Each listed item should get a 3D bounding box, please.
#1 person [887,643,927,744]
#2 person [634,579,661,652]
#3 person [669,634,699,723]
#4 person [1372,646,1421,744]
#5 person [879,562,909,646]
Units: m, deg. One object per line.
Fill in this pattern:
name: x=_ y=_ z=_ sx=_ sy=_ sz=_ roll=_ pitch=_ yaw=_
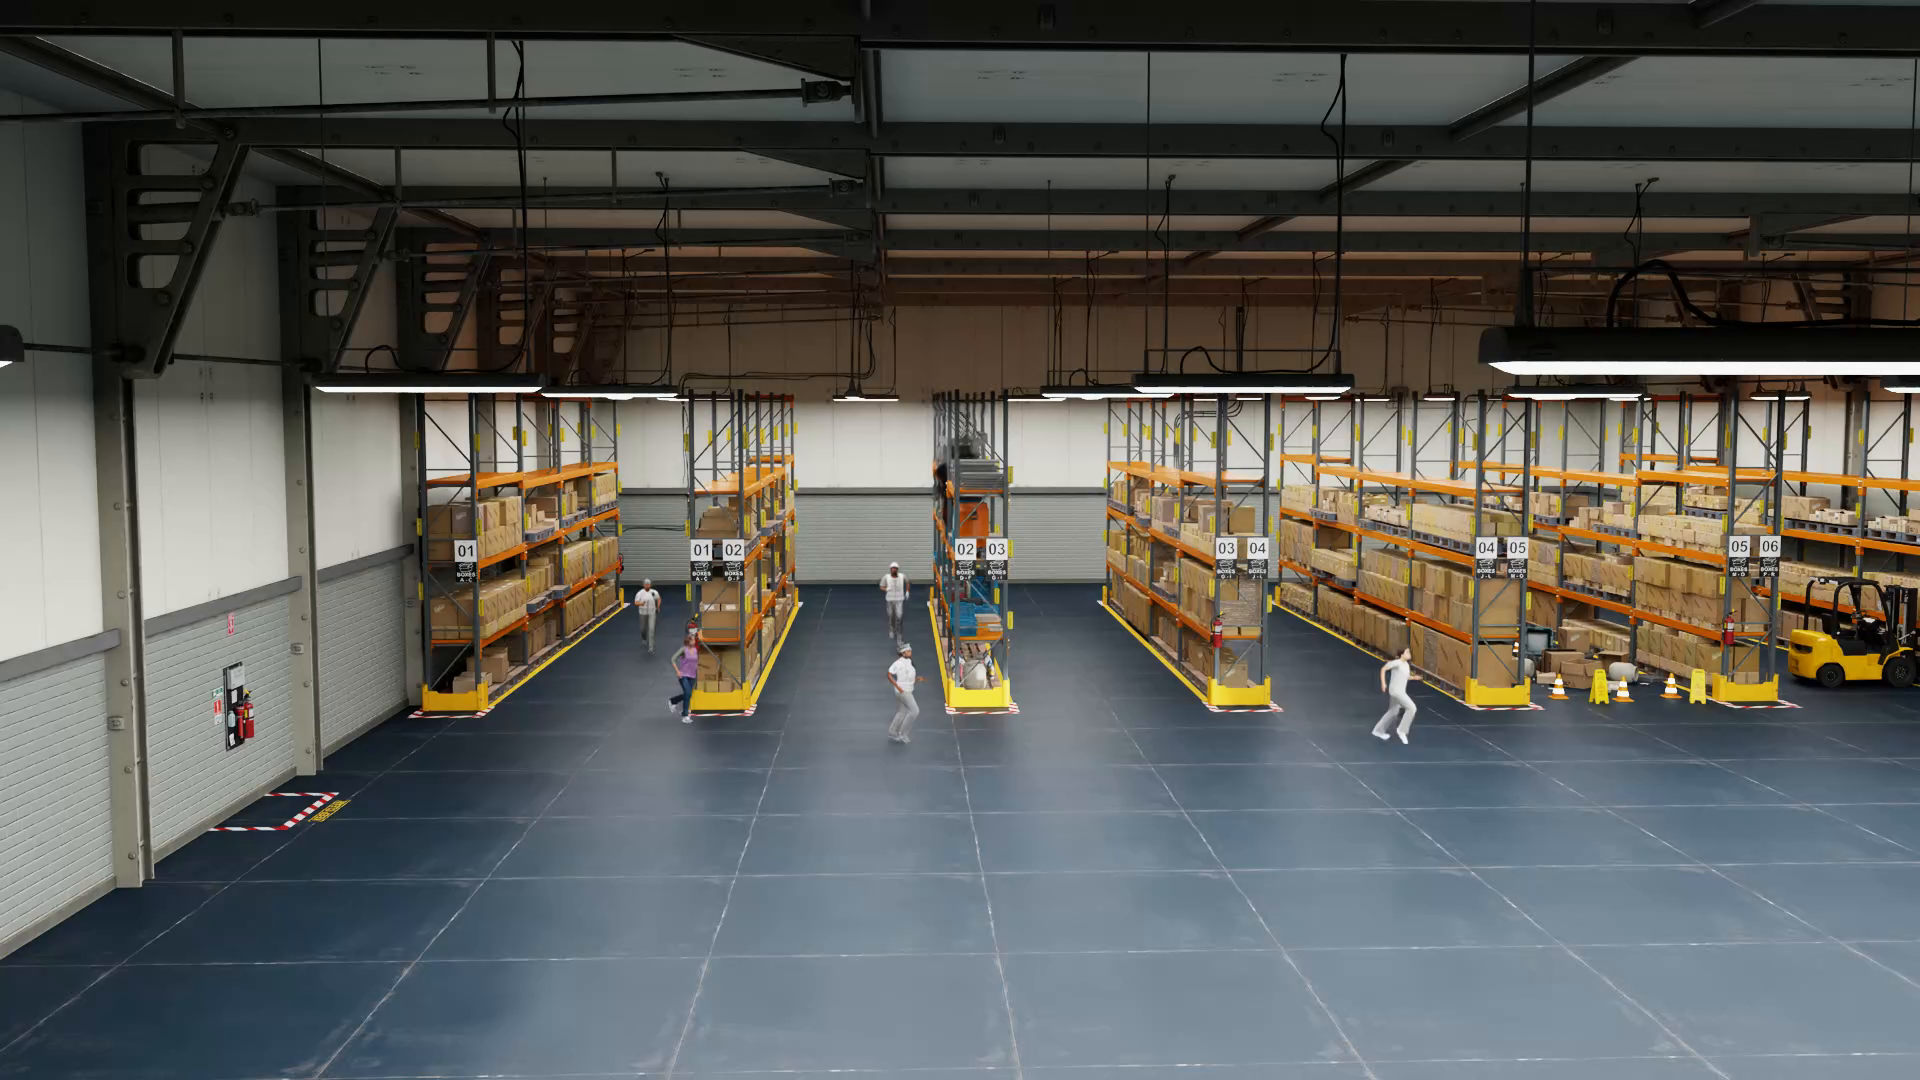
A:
person: x=-0.912 y=2.593 z=28.167 sx=0.682 sy=1.713 sz=0.549 roll=1 pitch=5 yaw=16
person: x=-7.248 y=1.729 z=38.610 sx=0.607 sy=1.651 sz=0.941 roll=-1 pitch=5 yaw=-9
person: x=-5.002 y=2.496 z=30.233 sx=0.722 sy=1.569 sz=0.590 roll=4 pitch=6 yaw=39
person: x=7.369 y=2.602 z=28.072 sx=0.804 sy=1.660 sz=0.589 roll=3 pitch=6 yaw=34
person: x=-1.505 y=1.463 z=38.140 sx=0.686 sy=1.914 sz=0.752 roll=0 pitch=5 yaw=-3
